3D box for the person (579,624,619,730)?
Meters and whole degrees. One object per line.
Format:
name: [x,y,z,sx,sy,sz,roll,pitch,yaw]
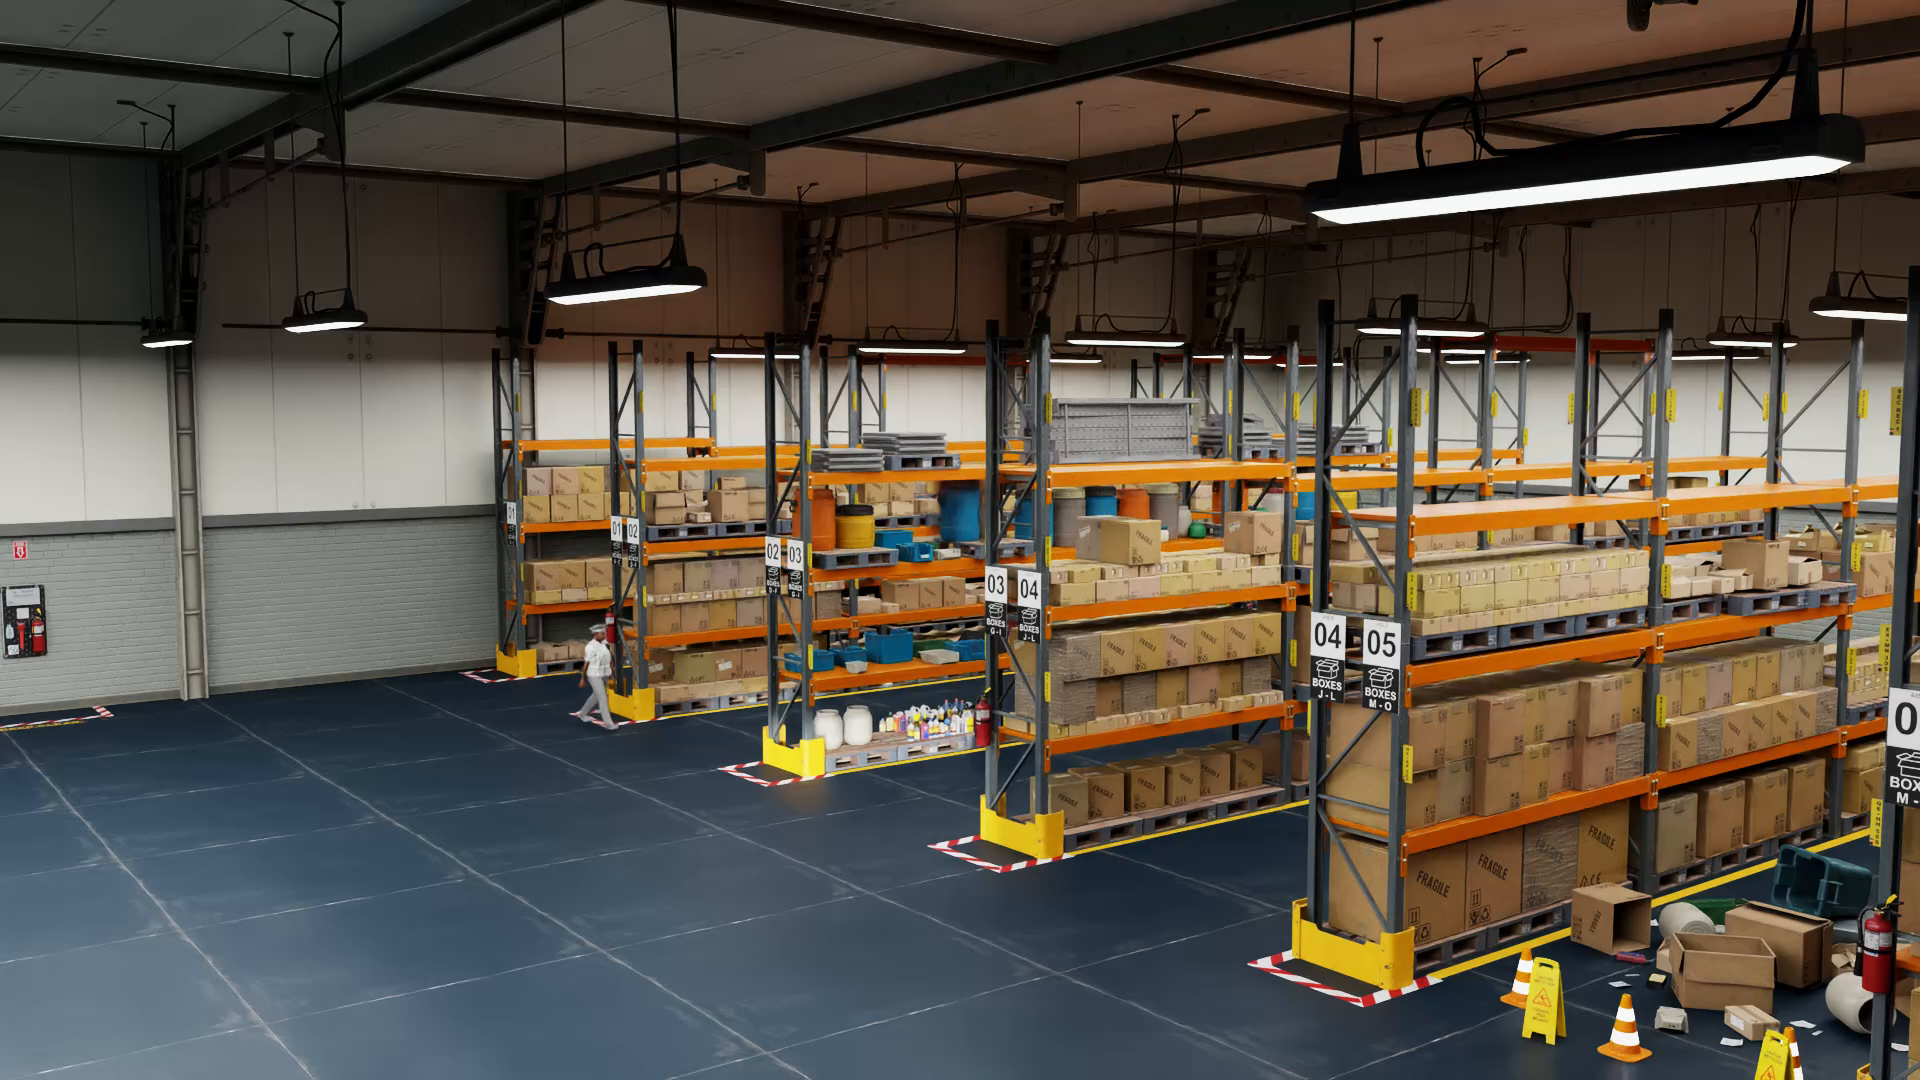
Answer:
person: [-5.578,2.094,25.714,1.077,1.614,0.517,3,6,32]
